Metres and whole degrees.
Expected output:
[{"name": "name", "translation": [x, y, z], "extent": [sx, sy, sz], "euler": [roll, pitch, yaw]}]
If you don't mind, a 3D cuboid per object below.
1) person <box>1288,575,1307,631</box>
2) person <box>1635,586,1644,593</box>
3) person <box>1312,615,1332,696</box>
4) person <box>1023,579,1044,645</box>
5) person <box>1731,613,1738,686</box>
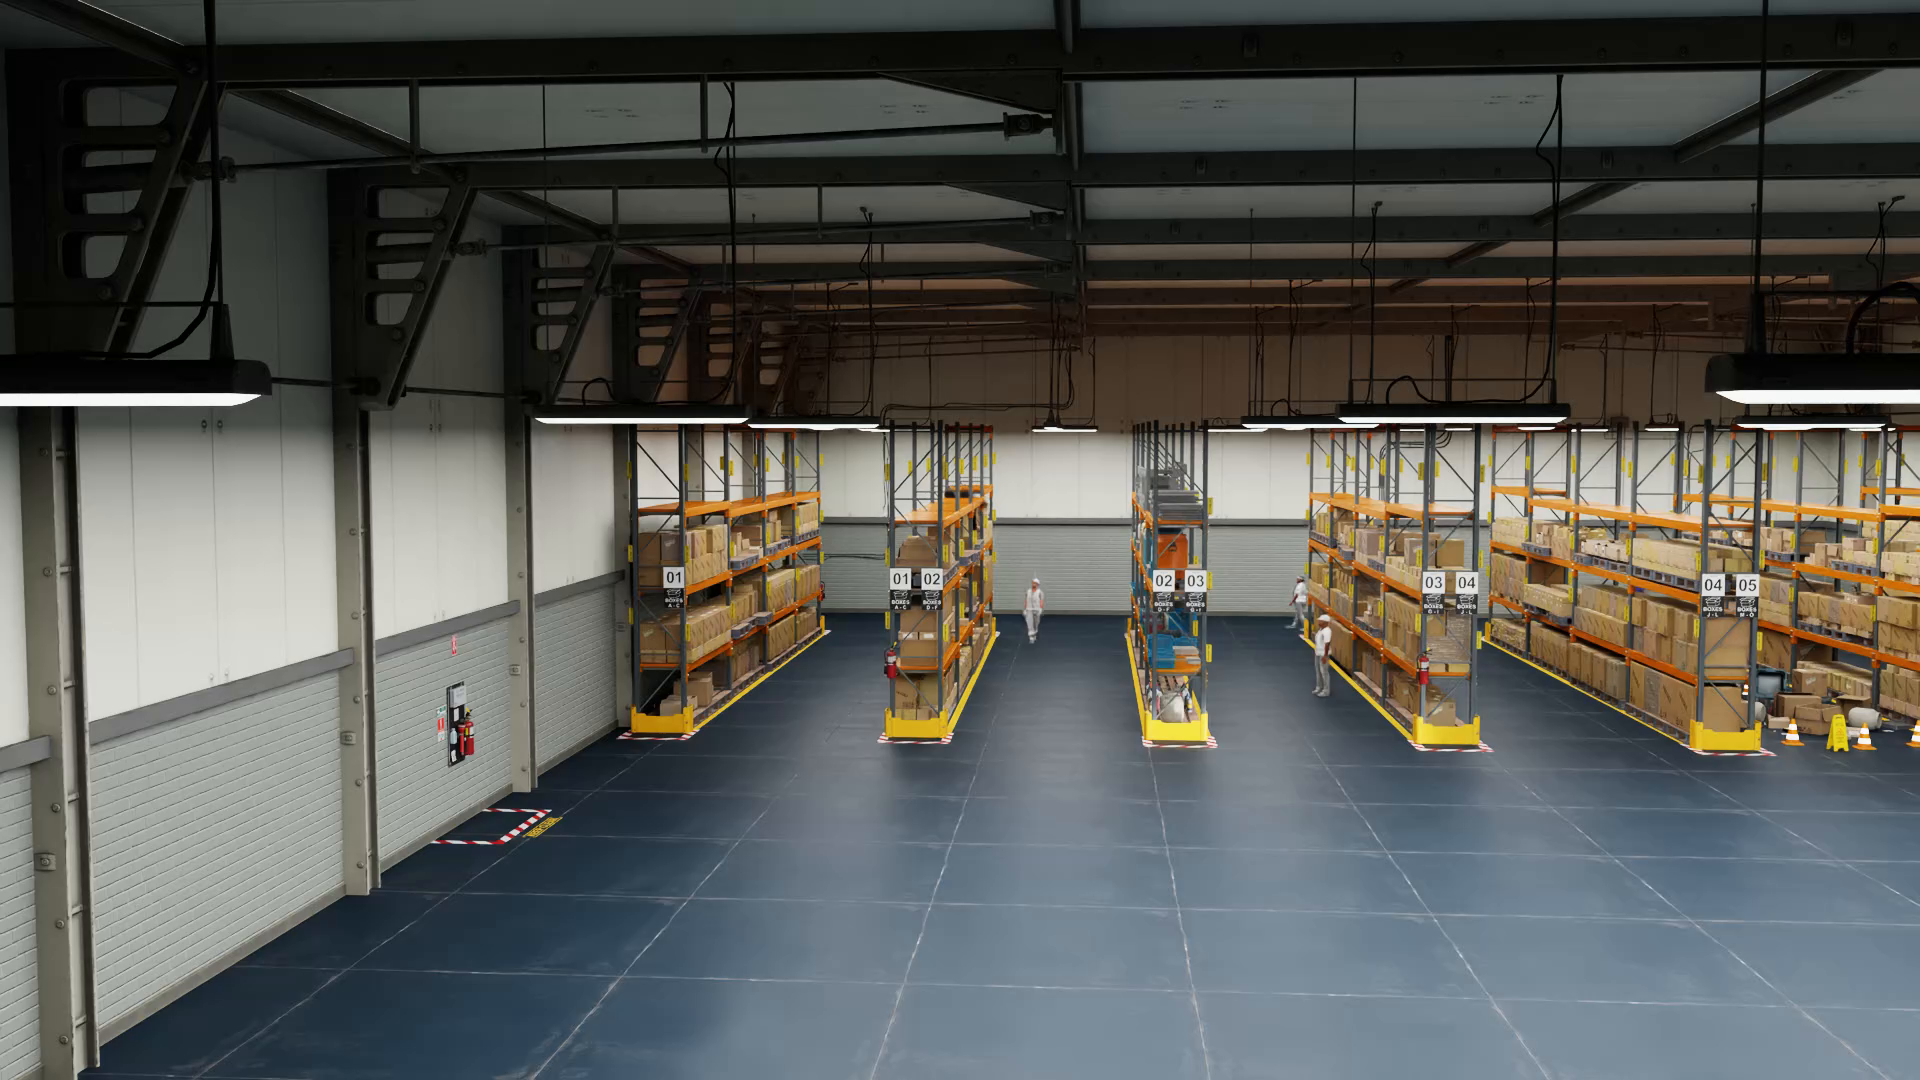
[{"name": "person", "translation": [9.882, 1.808, 48.514], "extent": [0.540, 1.629, 0.978], "euler": [-2, 4, -29]}, {"name": "person", "translation": [19.870, 1.866, 48.951], "extent": [0.584, 1.589, 0.453], "euler": [-1, 4, -14]}, {"name": "person", "translation": [7.961, 2.520, 36.512], "extent": [0.406, 1.772, 0.616], "euler": [-1, 4, -12]}, {"name": "person", "translation": [1.974, 1.905, 44.349], "extent": [0.549, 1.717, 1.046], "euler": [0, 4, -3]}, {"name": "person", "translation": [17.502, 2.495, 37.742], "extent": [0.517, 1.694, 0.672], "euler": [0, 4, -6]}]
